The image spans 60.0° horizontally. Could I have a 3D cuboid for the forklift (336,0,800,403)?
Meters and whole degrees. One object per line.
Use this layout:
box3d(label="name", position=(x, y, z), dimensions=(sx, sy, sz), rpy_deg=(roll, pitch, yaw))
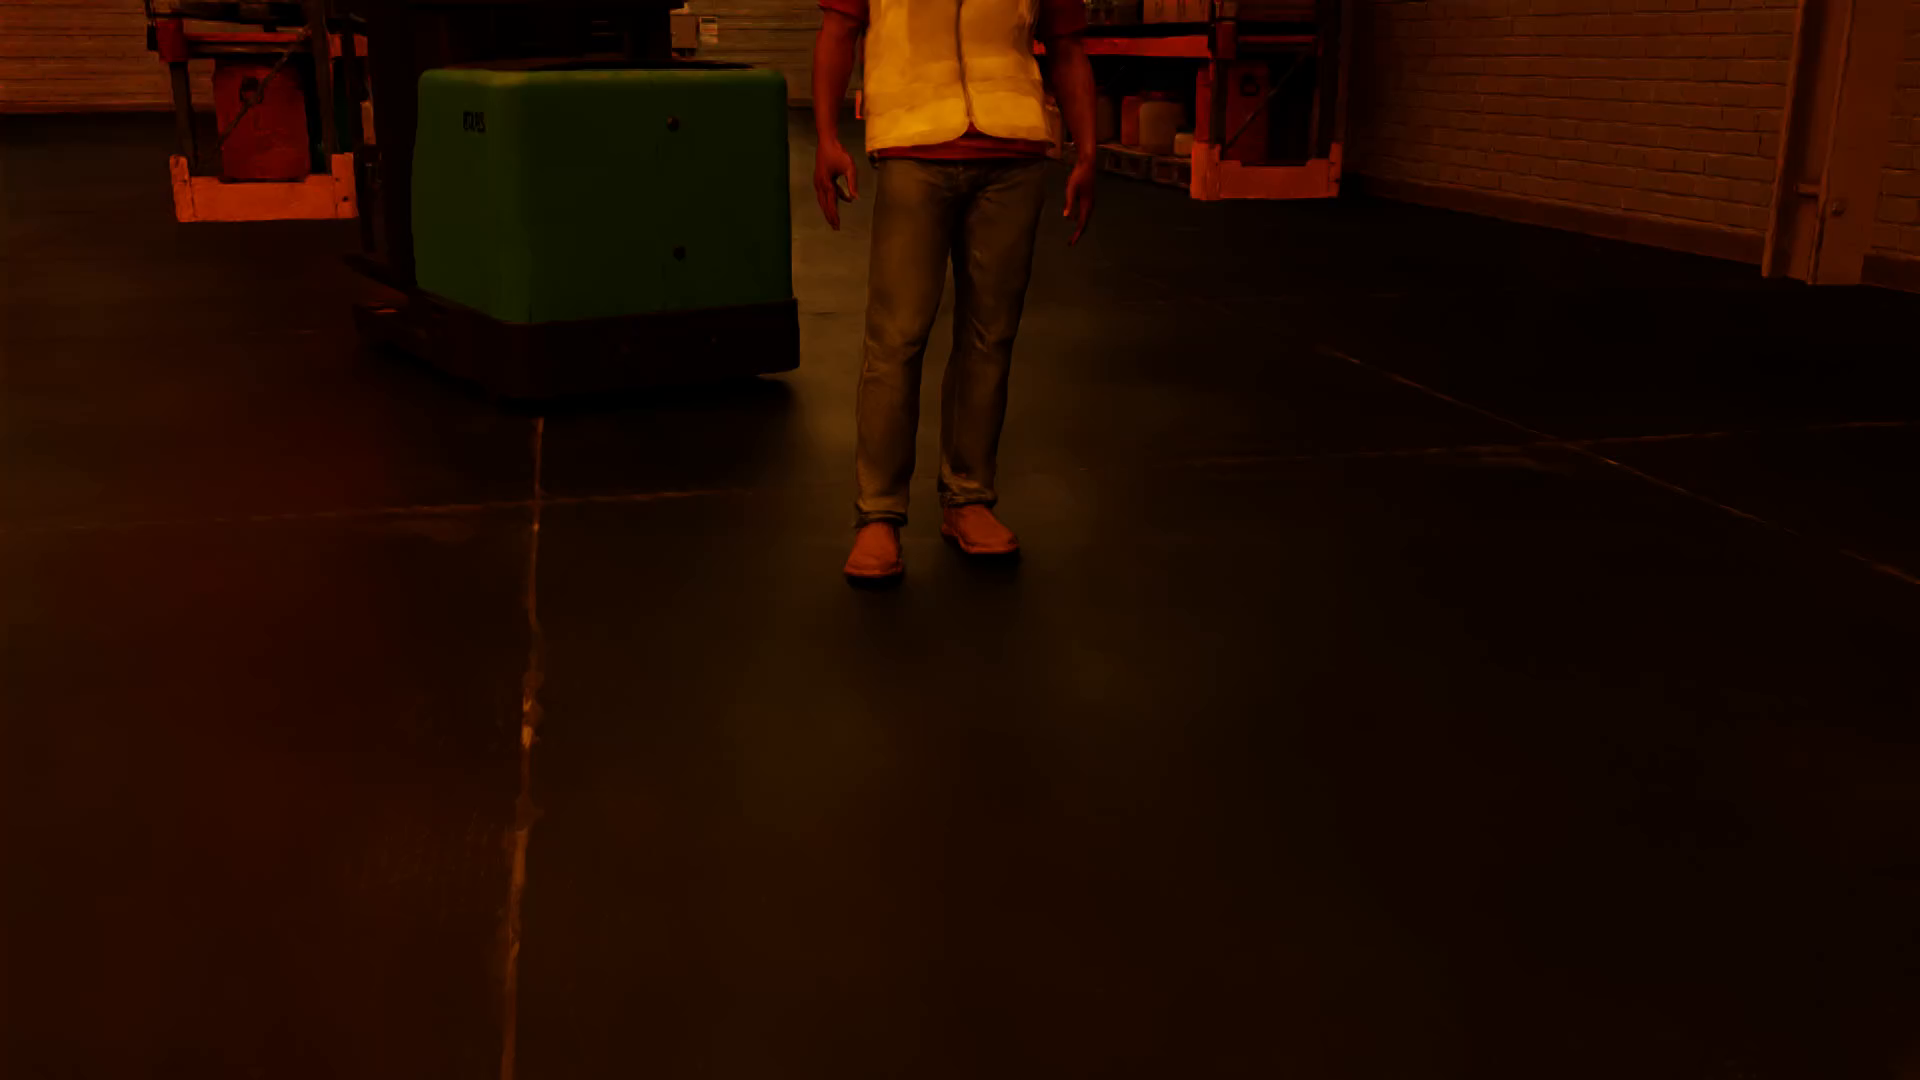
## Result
box3d(label="forklift", position=(-1.785, -2.215, 6.326), dimensions=(1.130, 2.935, 3.031), rpy_deg=(-10, 19, -31))

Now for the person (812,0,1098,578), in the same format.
box3d(label="person", position=(0.011, -0.834, 3.696), dimensions=(0.665, 1.766, 0.576), rpy_deg=(-4, 17, -12))
